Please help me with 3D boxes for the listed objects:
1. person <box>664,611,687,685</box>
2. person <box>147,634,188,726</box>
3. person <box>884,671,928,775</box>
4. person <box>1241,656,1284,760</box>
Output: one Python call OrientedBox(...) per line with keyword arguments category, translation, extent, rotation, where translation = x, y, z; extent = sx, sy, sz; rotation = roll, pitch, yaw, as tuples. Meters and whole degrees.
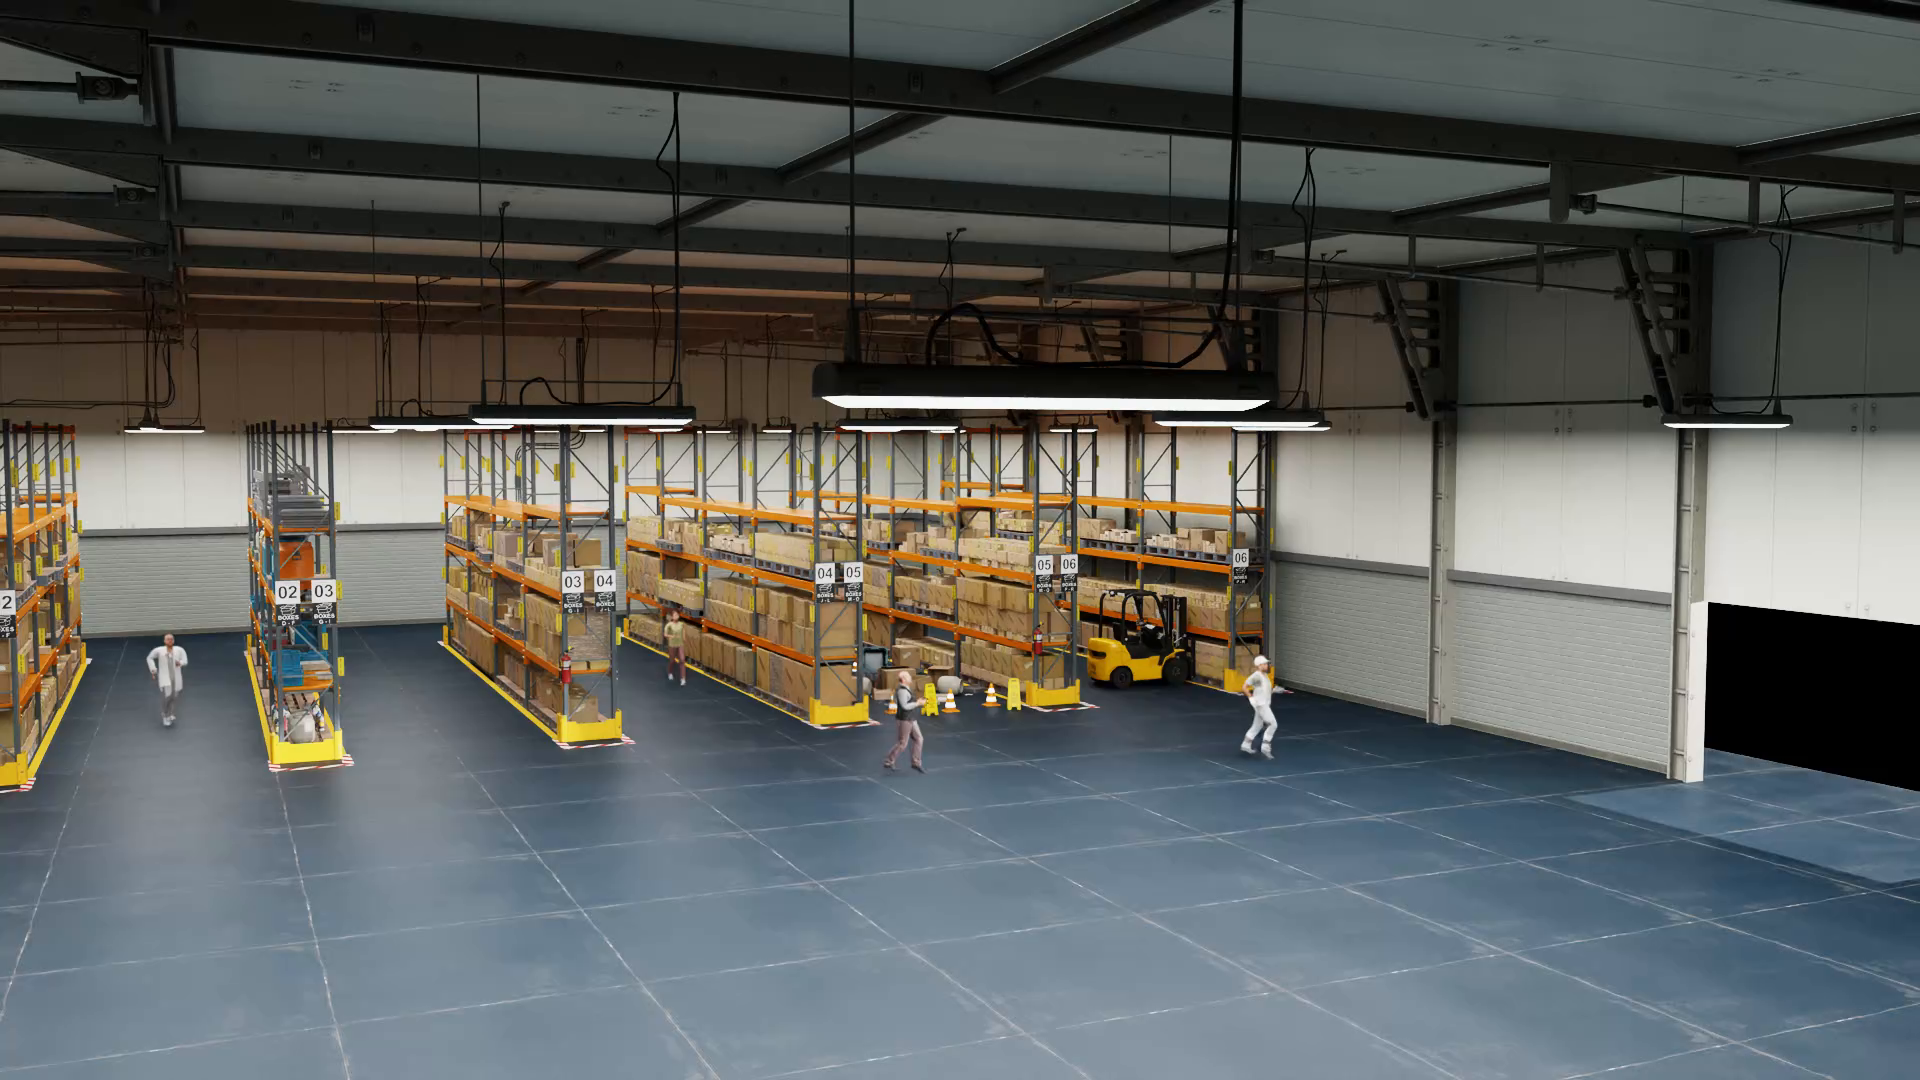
OrientedBox(category="person", translation=(-6.561, 2.462, 38.378), extent=(0.568, 1.674, 0.963), rotation=(-2, 4, -28))
OrientedBox(category="person", translation=(-15.687, 2.777, 33.008), extent=(0.671, 1.823, 0.798), rotation=(-3, 5, -41))
OrientedBox(category="person", translation=(-0.919, 3.099, 28.095), extent=(0.742, 1.775, 0.643), rotation=(1, 4, 9))
OrientedBox(category="person", translation=(5.360, 2.981, 29.531), extent=(0.763, 1.838, 0.641), rotation=(1, 4, 20))
